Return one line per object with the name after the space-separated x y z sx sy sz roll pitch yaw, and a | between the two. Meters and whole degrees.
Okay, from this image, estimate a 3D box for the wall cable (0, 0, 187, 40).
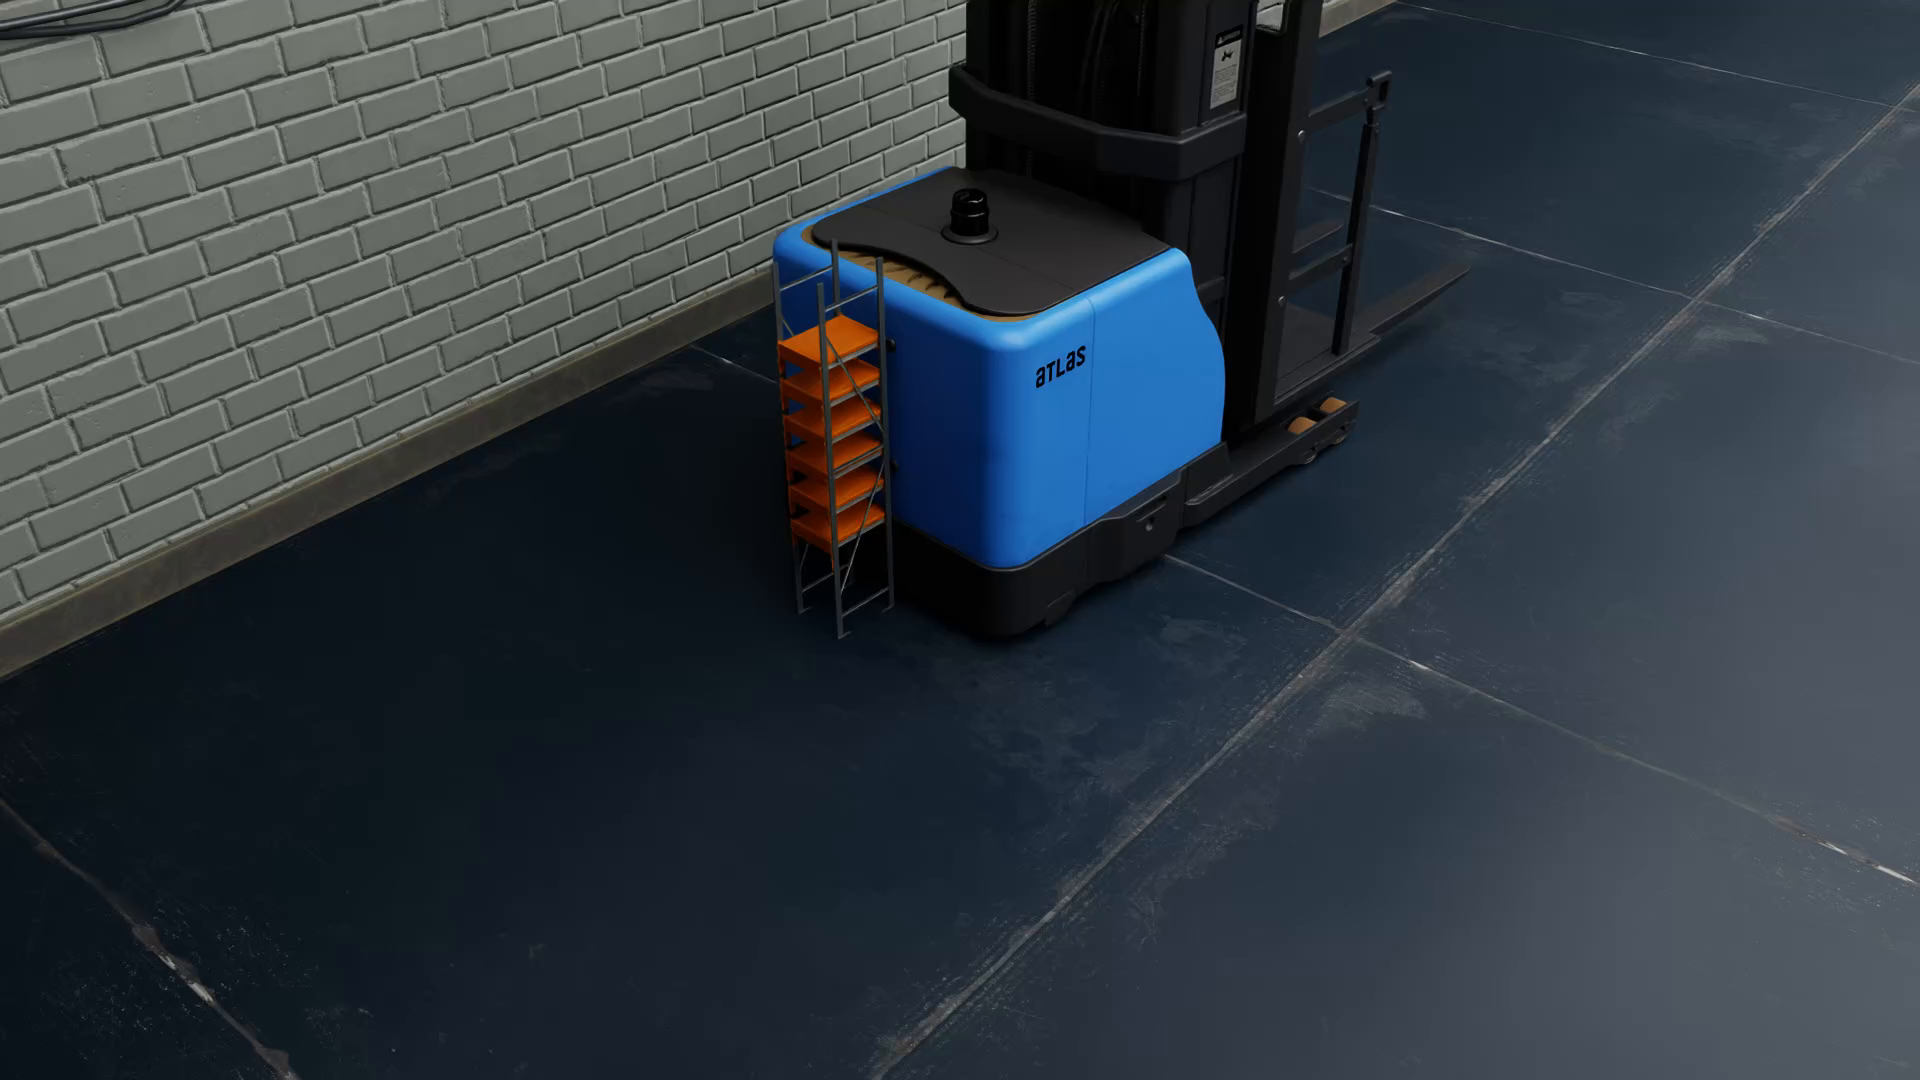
-2.978 -1.924 3.144 0.112 2.526 3.097 25 42 32 | wall cable

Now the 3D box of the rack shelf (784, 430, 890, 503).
-0.360 -0.235 4.907 0.180 0.103 0.258 28 44 35 | rack shelf

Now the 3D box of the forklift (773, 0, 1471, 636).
0.801 -1.659 5.375 1.130 2.935 3.031 28 44 35 | forklift

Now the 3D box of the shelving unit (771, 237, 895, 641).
-0.361 -0.271 4.882 0.189 1.200 0.258 28 44 35 | shelving unit

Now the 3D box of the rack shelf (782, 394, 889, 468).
-0.361 -0.333 4.839 0.180 0.103 0.258 28 44 35 | rack shelf

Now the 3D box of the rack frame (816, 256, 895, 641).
-0.294 -0.235 4.830 0.006 1.200 0.240 28 44 35 | rack frame

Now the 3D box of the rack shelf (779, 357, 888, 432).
-0.361 -0.432 4.770 0.180 0.103 0.258 28 44 35 | rack shelf

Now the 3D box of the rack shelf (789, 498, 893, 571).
-0.359 -0.037 5.044 0.180 0.103 0.258 28 44 35 | rack shelf

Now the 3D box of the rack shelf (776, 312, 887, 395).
-0.362 -0.530 4.702 0.180 0.103 0.258 28 44 35 | rack shelf

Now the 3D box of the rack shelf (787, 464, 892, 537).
-0.360 -0.136 4.975 0.180 0.103 0.258 28 44 35 | rack shelf

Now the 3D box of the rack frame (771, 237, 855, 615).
-0.427 -0.307 4.934 0.006 1.200 0.240 28 44 35 | rack frame
